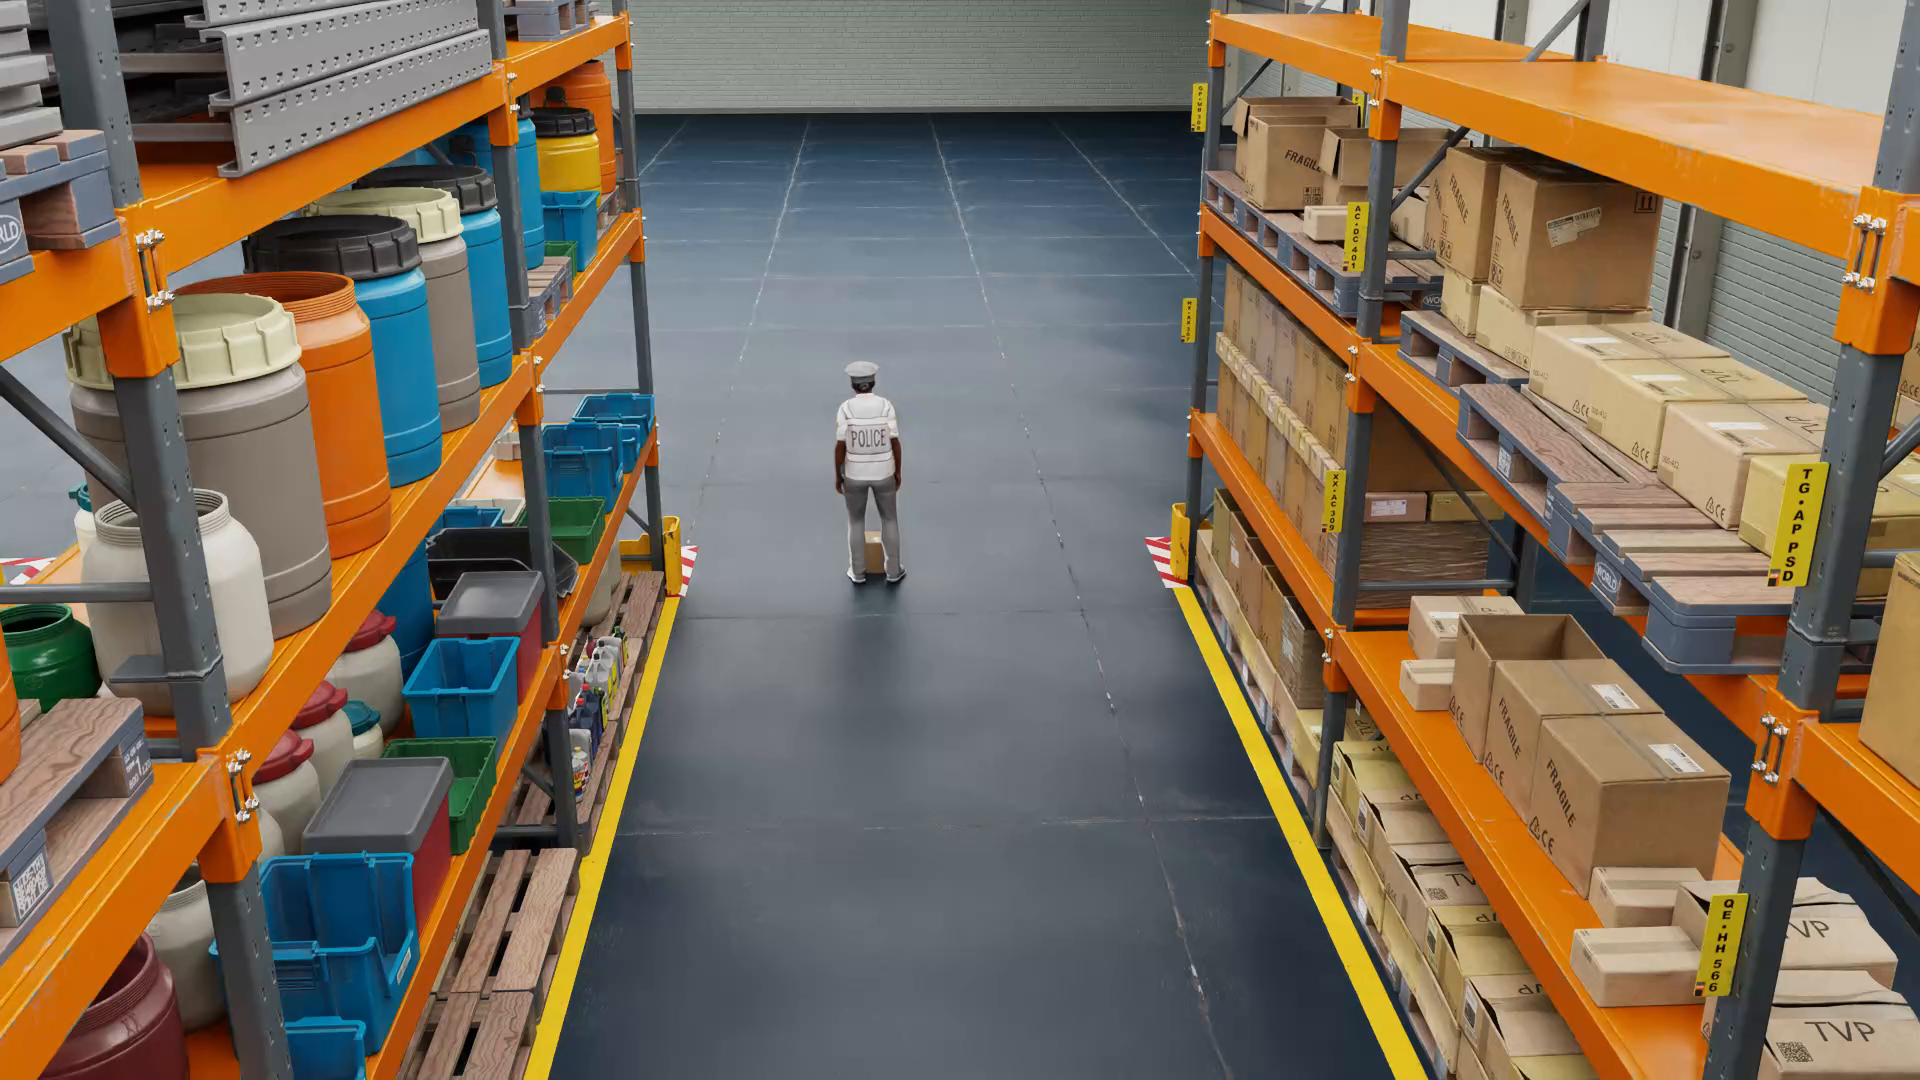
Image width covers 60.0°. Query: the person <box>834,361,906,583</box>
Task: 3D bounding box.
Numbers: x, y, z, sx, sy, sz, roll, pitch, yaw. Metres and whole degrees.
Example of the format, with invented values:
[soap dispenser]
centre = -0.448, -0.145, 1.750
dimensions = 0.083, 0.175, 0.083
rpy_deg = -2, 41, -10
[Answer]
[person]
centre = -0.668, -0.483, 12.367
dimensions = 0.530, 1.660, 0.398
rpy_deg = -2, 21, -6
